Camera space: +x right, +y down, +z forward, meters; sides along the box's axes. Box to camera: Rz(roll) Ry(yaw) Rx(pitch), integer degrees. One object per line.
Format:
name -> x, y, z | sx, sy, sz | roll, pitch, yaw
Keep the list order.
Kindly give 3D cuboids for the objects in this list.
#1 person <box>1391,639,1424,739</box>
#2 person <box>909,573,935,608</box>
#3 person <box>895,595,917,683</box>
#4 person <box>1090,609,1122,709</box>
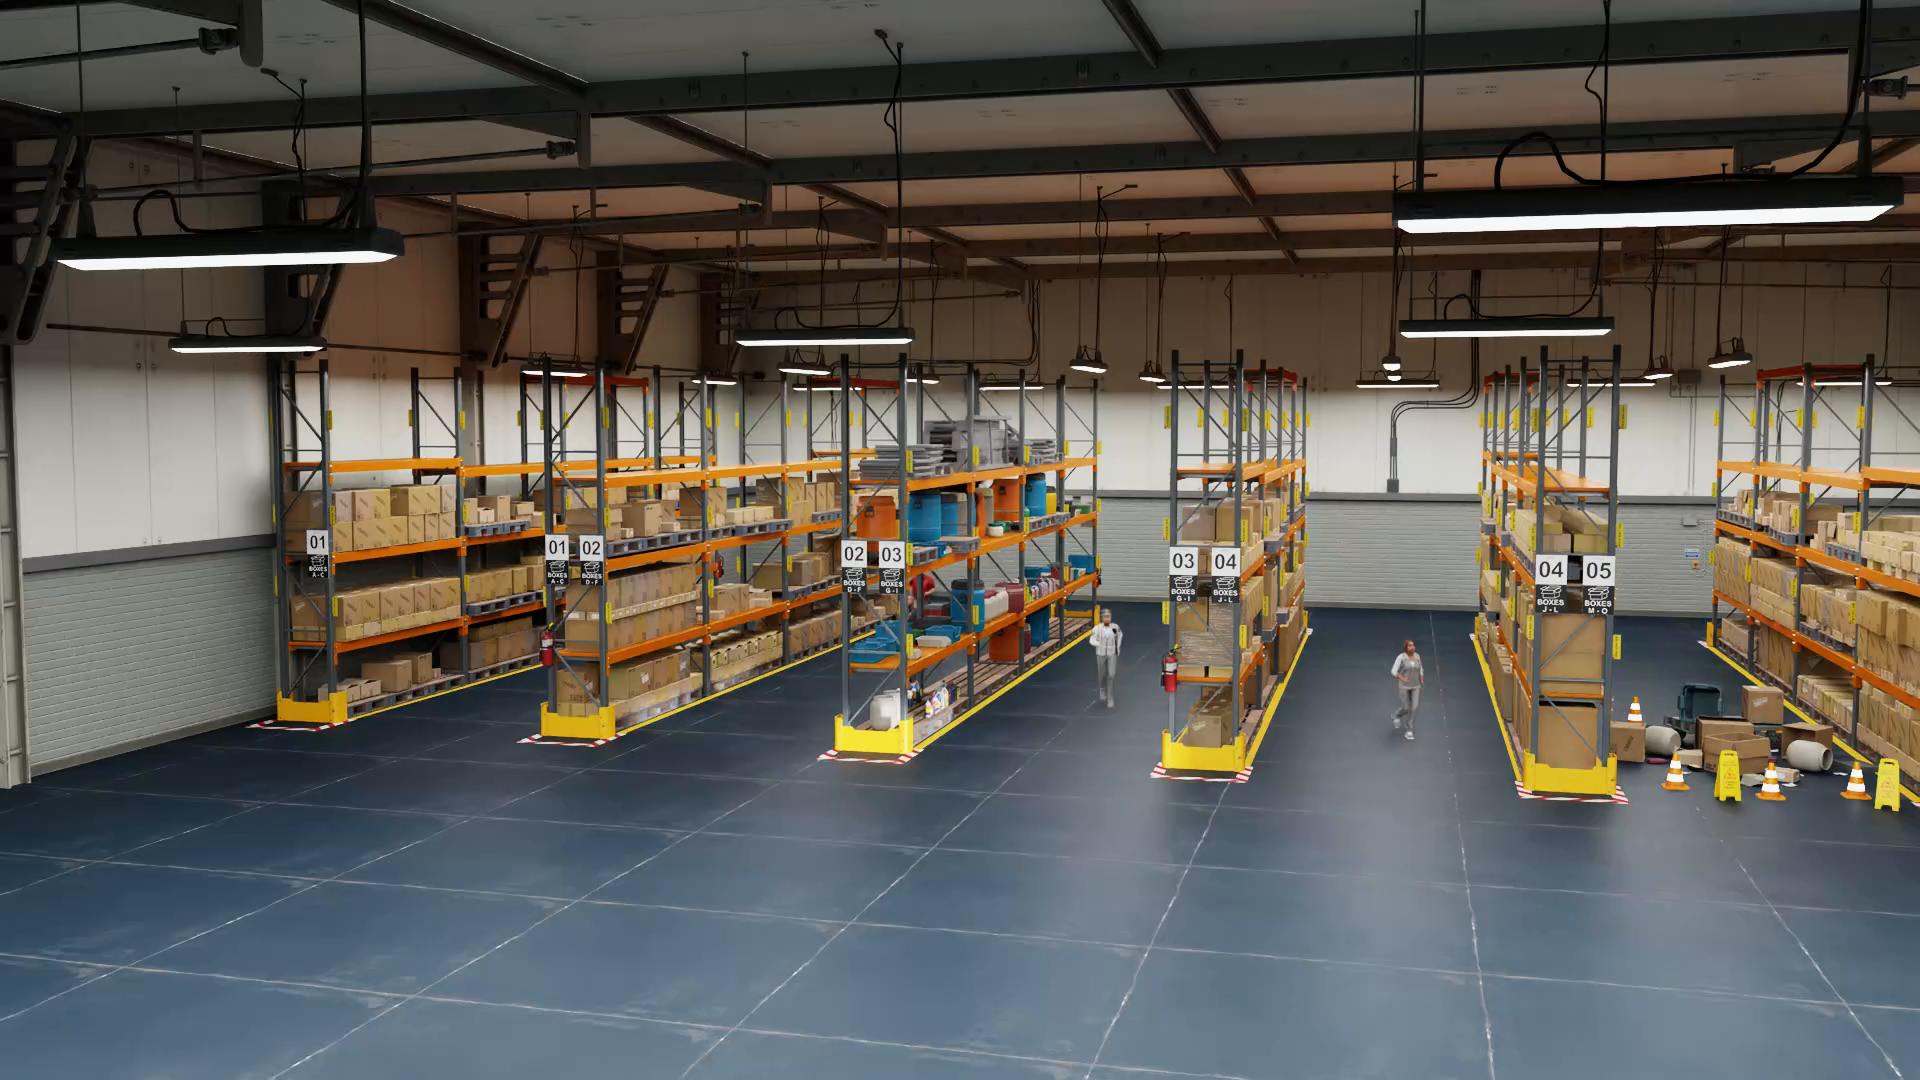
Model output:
person -> 7.073, 2.336, 26.259 | 0.542, 1.559, 0.625 | -1, 4, -7
person -> -0.881, 1.438, 37.803 | 0.633, 1.729, 0.779 | 0, 4, 6
person -> -0.962, 1.887, 31.427 | 0.647, 1.684, 0.602 | 1, 4, 10
person -> 2.568, 2.048, 29.237 | 0.562, 1.719, 0.857 | 0, 4, 7
